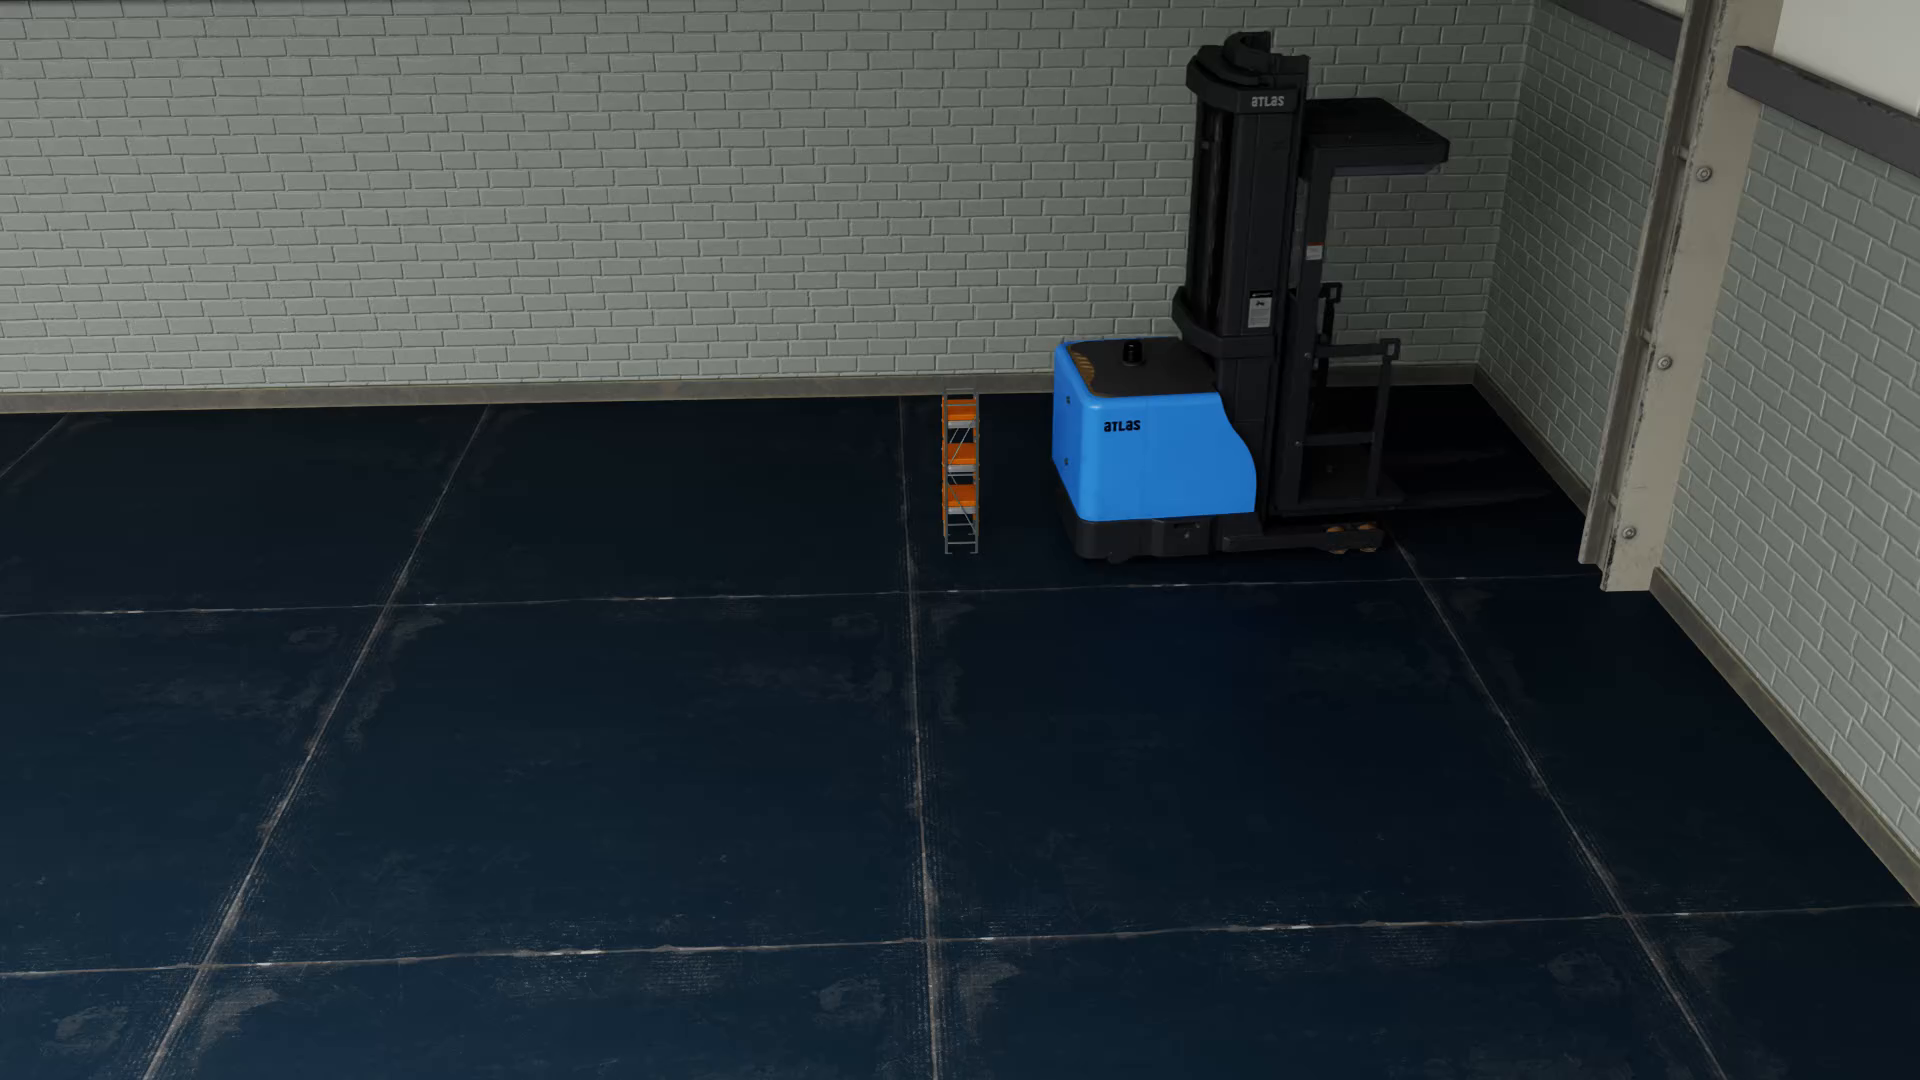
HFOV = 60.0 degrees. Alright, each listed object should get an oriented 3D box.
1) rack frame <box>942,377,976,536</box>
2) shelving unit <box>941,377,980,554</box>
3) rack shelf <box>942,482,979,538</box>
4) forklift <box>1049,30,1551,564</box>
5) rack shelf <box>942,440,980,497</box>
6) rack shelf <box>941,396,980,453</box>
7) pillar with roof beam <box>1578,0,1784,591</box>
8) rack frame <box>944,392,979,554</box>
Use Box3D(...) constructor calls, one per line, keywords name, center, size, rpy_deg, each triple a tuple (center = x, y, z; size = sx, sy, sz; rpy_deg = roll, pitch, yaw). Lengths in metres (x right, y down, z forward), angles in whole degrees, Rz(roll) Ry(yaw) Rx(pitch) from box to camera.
Box3D(name="rack frame", center=(-0.004, -0.497, 10.068), size=(0.200, 1.050, 0.008), rpy_deg=(-1, 28, -3))
Box3D(name="shelving unit", center=(0.003, -0.441, 9.960), size=(0.215, 1.050, 0.252), rpy_deg=(-1, 28, -3))
Box3D(name="rack shelf", center=(0.003, -0.185, 10.093), size=(0.215, 0.259, 0.240), rpy_deg=(-1, 28, -3))
Box3D(name="forklift", center=(2.130, -1.452, 9.865), size=(3.031, 2.935, 1.130), rpy_deg=(-4, 28, -7))
Box3D(name="rack shelf", center=(0.003, -0.431, 9.965), size=(0.215, 0.259, 0.240), rpy_deg=(-1, 28, -3))
Box3D(name="rack shelf", center=(0.003, -0.683, 9.834), size=(0.215, 0.259, 0.240), rpy_deg=(-1, 28, -3))
Box3D(name="pillar with roof beam", center=(-0.412, -3.683, 7.580), size=(9.100, 9.000, 0.400), rpy_deg=(-1, 28, -3))
Box3D(name="rack frame", center=(0.009, -0.384, 9.852), size=(0.200, 1.050, 0.008), rpy_deg=(-1, 28, -3))
